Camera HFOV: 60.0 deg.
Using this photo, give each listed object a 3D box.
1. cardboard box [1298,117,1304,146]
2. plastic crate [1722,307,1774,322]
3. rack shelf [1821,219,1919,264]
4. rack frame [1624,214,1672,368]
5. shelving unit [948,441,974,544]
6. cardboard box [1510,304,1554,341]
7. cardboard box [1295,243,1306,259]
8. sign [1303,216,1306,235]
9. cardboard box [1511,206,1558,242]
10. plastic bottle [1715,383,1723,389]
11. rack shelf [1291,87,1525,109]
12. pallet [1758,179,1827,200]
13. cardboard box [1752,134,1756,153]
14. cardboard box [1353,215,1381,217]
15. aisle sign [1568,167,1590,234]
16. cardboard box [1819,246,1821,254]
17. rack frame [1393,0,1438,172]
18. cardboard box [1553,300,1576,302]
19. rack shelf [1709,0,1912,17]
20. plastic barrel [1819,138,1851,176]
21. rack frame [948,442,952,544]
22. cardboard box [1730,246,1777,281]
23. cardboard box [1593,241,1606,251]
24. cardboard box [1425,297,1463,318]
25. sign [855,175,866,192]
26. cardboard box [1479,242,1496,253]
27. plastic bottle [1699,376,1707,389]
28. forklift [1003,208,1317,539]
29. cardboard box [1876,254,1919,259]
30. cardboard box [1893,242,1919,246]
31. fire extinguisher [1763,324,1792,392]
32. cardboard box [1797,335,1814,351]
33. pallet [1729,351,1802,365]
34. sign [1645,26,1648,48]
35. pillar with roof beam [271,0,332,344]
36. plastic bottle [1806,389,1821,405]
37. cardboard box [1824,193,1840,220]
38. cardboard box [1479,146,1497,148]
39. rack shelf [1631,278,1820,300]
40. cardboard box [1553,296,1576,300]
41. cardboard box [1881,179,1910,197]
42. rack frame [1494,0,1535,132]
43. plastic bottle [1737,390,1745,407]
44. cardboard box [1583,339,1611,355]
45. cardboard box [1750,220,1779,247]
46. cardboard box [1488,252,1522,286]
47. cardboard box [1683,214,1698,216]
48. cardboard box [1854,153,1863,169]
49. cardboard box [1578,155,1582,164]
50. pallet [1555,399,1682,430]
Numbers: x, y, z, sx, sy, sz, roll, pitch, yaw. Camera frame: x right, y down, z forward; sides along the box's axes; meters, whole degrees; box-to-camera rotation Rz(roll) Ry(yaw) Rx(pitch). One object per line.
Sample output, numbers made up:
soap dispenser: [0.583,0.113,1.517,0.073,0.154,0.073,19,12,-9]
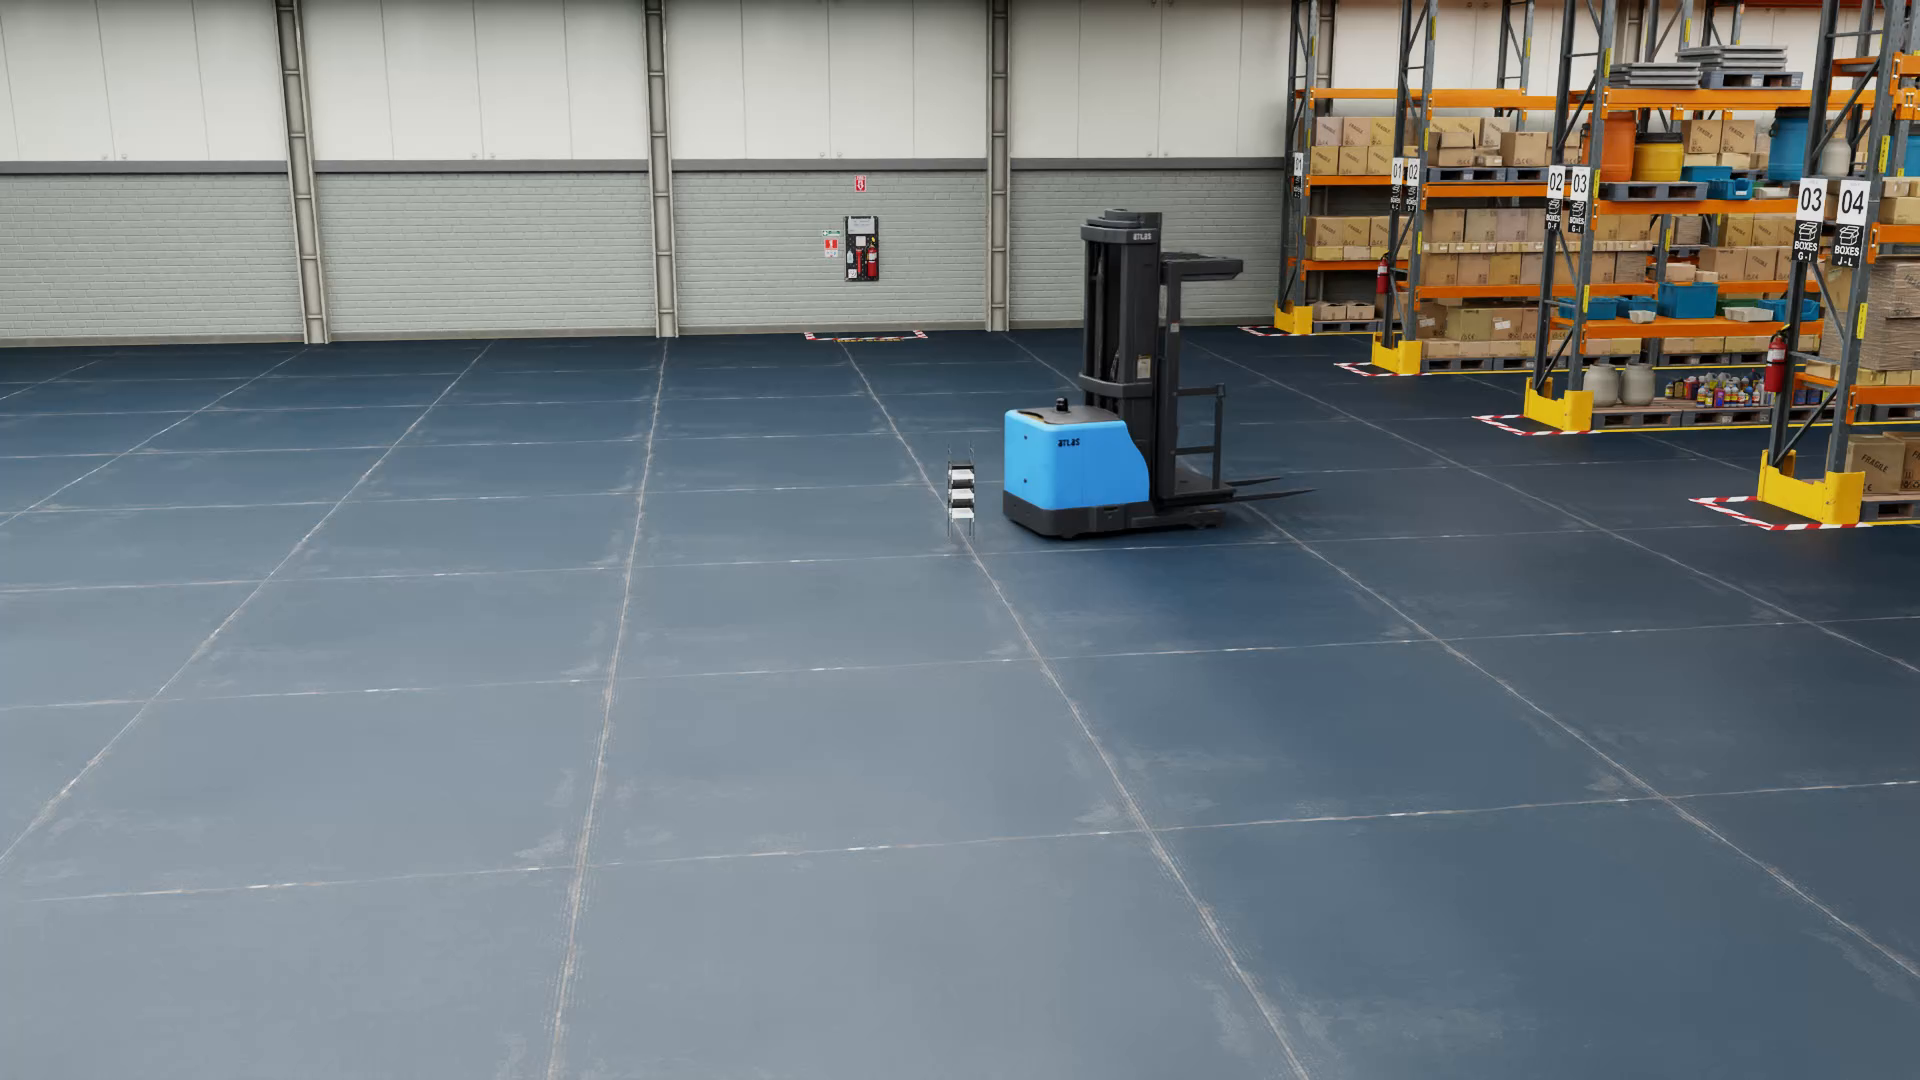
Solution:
cardboard box: [6.443,-7.392,30.089,0.500,0.500,0.500,-1,14,-6]
plastic crate: [9.919,-2.829,20.908,0.437,0.136,0.530,-2,14,-8]
rack shelf: [10.247,-2.919,16.036,4.000,0.370,1.077,-2,14,-8]
rack frame: [10.753,-4.269,26.105,0.127,3.000,1.000,-2,14,-8]
shelving unit: [0.008,-0.437,15.142,0.210,0.900,0.258,-2,14,-8]
cardboard box: [8.845,-3.377,25.797,0.500,0.500,0.500,-2,14,-8]
cardboard box: [6.489,-5.316,30.547,0.500,0.250,0.500,-2,14,-7]
sign: [6.137,-5.605,29.652,0.005,0.325,0.100,-2,14,-8]
cardboard box: [8.826,-4.874,25.647,0.500,0.500,0.700,-2,14,-8]
plastic bottle: [9.897,-1.947,21.696,0.097,0.201,0.097,0,14,0]
rack shelf: [8.034,-7.947,29.925,4.000,0.370,1.077,-2,14,-8]
pallet: [10.788,-4.391,20.813,1.003,0.211,1.213,-2,14,-8]
cardboard box: [14.429,-7.353,31.127,0.500,0.500,0.700,-3,14,-13]
cardboard box: [7.500,-5.720,30.616,0.500,0.500,0.500,-2,14,-10]
aisle sign: [7.504,-4.120,20.168,0.004,0.787,0.394,-2,14,-8]
cardboard box: [16.103,-5.515,31.550,0.250,0.149,0.380,-2,14,-7]
rack frame: [6.798,-7.034,24.797,0.127,3.000,1.000,-2,14,-8]
cardboard box: [9.754,-3.541,26.450,0.500,0.500,0.500,-2,14,-8]
rack shelf: [15.944,-9.851,30.676,4.000,0.370,1.077,-2,14,-8]
plastic barrel: [11.032,-4.822,21.050,0.421,0.512,0.421,0,14,0]
rack frame: [-0.093,-0.433,15.127,0.006,0.900,0.240,-2,14,-8]
cardboard box: [12.531,-4.378,26.336,0.500,0.500,0.500,-2,14,-8]
cardboard box: [9.753,-4.542,25.656,0.250,0.149,0.380,-2,14,-8]
cardboard box: [8.991,-4.414,30.918,0.500,0.500,0.500,-3,14,-13]
sign: [-1.786,-6.399,29.833,0.199,0.298,0.001,-2,14,-8]
cardboard box: [7.975,-4.477,25.396,0.250,0.149,0.380,-2,14,-9]
plastic bottle: [9.673,-2.004,21.769,0.135,0.276,0.152,-2,14,-10]
forklift: [1.981,-1.639,15.760,3.031,2.935,1.130,-6,15,-21]
cardboard box: [9.270,-2.517,16.249,0.500,0.500,0.500,-2,14,-8]
cardboard box: [15.314,-4.716,26.819,0.500,0.500,0.700,-7,16,-27]
fire extinguisher: [8.088,-1.810,16.459,0.183,0.674,0.296,-2,14,-8]
cardboard box: [13.217,-3.169,26.508,0.500,0.250,0.500,-2,14,-7]
pallet: [12.685,-2.997,26.767,1.213,0.211,1.003,-2,14,-8]
sign: [10.660,-7.800,25.770,0.005,0.325,0.100,-2,14,-8]
pillar with roof beam: [-10.539,-6.771,23.748,0.400,9.000,9.100,-2,14,-8]
plastic bottle: [10.893,-1.913,21.252,0.185,0.351,0.144,-2,14,-10]
cardboard box: [8.709,-3.201,15.991,0.500,0.250,0.500,-2,14,-7]
cardboard box: [9.546,-6.895,30.165,0.500,0.500,0.500,-2,14,-7]
rack shelf: [12.731,-3.992,26.481,4.000,0.370,1.077,-2,14,-8]
cardboard box: [11.240,-4.523,31.351,0.500,0.500,0.700,-2,14,-9]
cardboard box: [8.576,-3.271,15.447,0.250,0.149,0.380,-2,14,-9]
rack frame: [10.011,-8.370,30.126,0.127,3.000,1.000,-2,14,-8]
plastic bottle: [9.907,-1.799,21.103,0.097,0.201,0.097,0,14,0]
cardboard box: [9.831,-3.054,26.049,0.500,0.250,0.500,-2,14,-8]
cardboard box: [15.004,-5.780,31.274,0.500,0.500,0.500,-2,14,-6]
cardboard box: [8.272,-4.223,25.716,0.500,0.500,0.700,-2,14,-8]
cardboard box: [13.630,-6.162,31.210,0.250,0.149,0.380,-4,15,-16]
cardboard box: [13.752,-5.946,26.072,0.500,0.250,0.500,-2,14,-7]
cardboard box: [9.601,-5.764,25.266,0.250,0.149,0.380,-2,14,-8]
pallet: [8.404,-1.622,21.283,1.213,0.211,1.003,-2,14,-8]
